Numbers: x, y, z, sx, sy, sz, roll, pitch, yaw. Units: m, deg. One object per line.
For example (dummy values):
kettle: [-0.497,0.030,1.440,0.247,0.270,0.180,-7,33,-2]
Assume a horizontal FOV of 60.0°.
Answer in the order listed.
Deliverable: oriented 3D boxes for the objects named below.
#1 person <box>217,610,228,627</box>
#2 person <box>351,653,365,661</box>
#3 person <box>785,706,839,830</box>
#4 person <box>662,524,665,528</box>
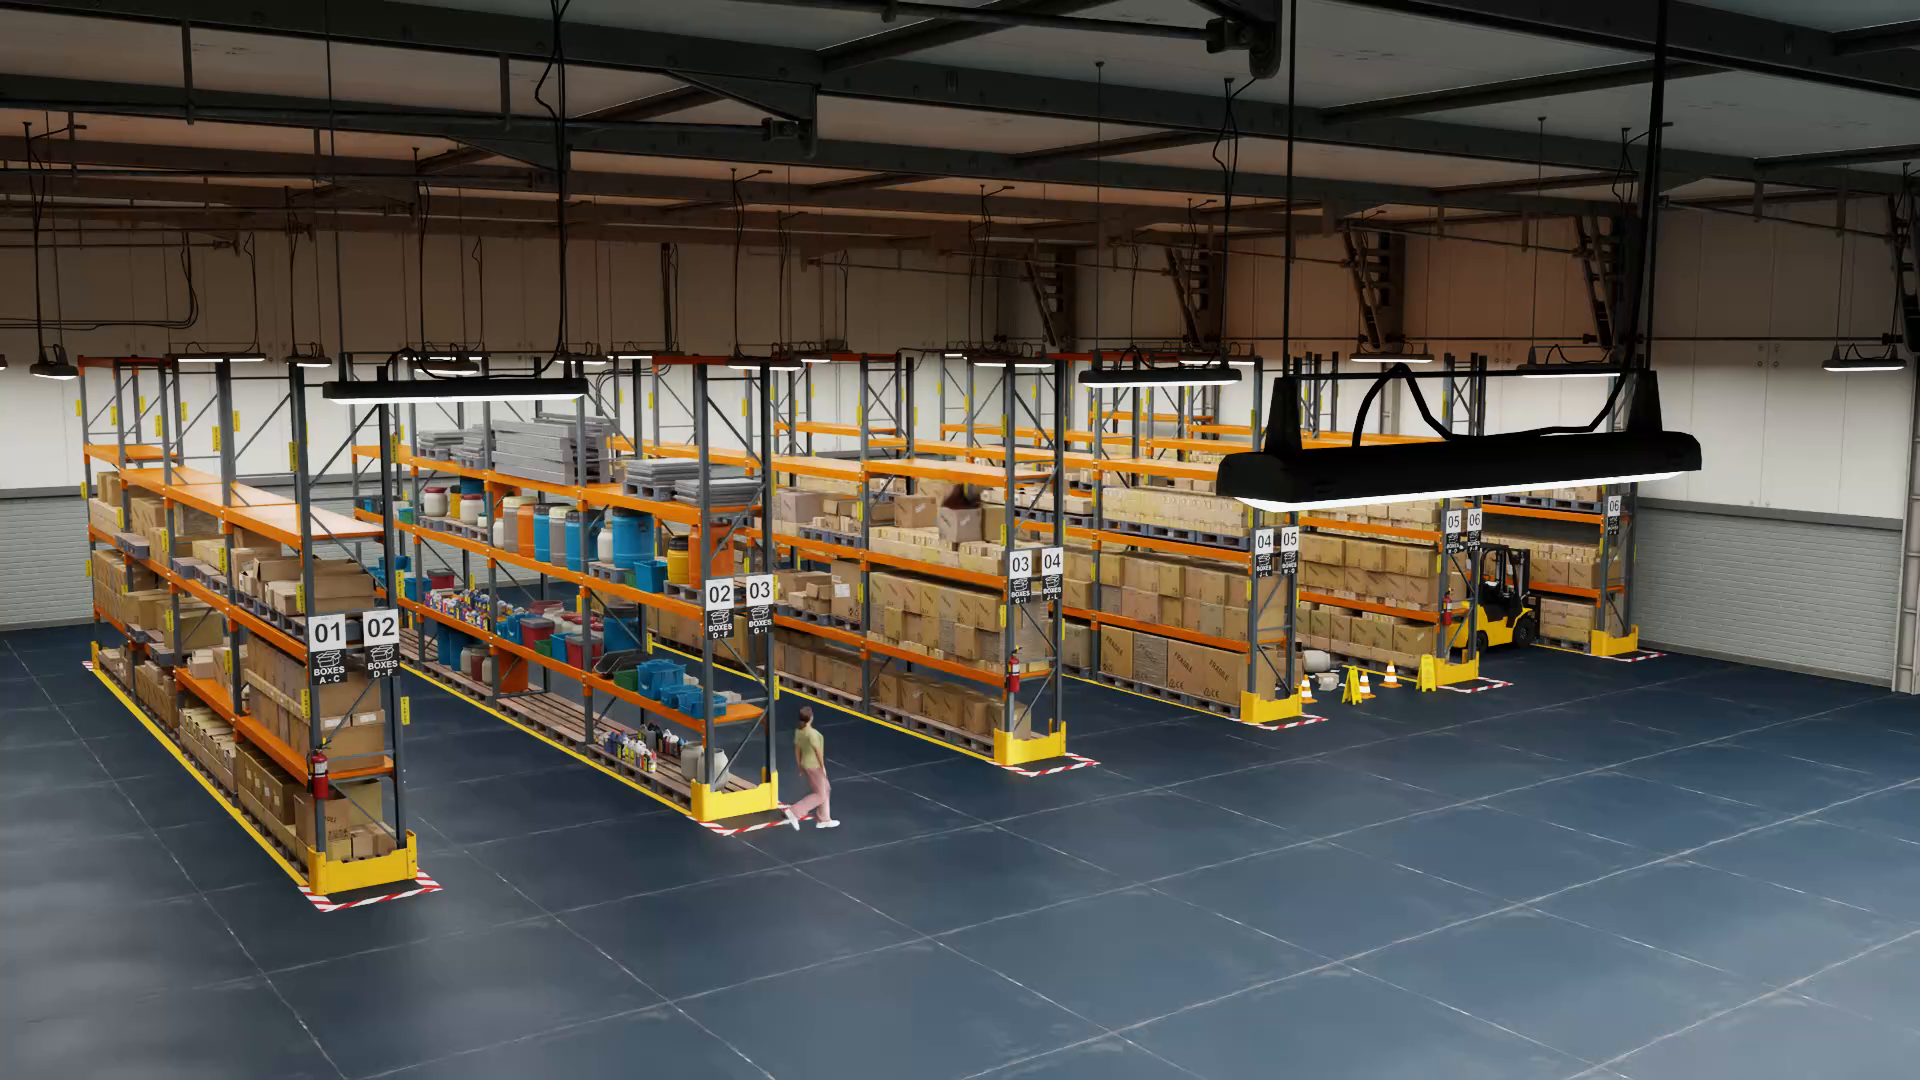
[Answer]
person: [-14.648,1.444,33.087,1.057,1.729,0.618,4,8,32]
person: [-10.513,2.001,29.101,0.624,1.672,0.958,-5,8,-35]
person: [-1.935,2.925,21.409,0.757,1.619,0.454,-3,7,-21]
person: [-7.448,0.429,42.022,0.478,1.680,0.507,5,9,35]
